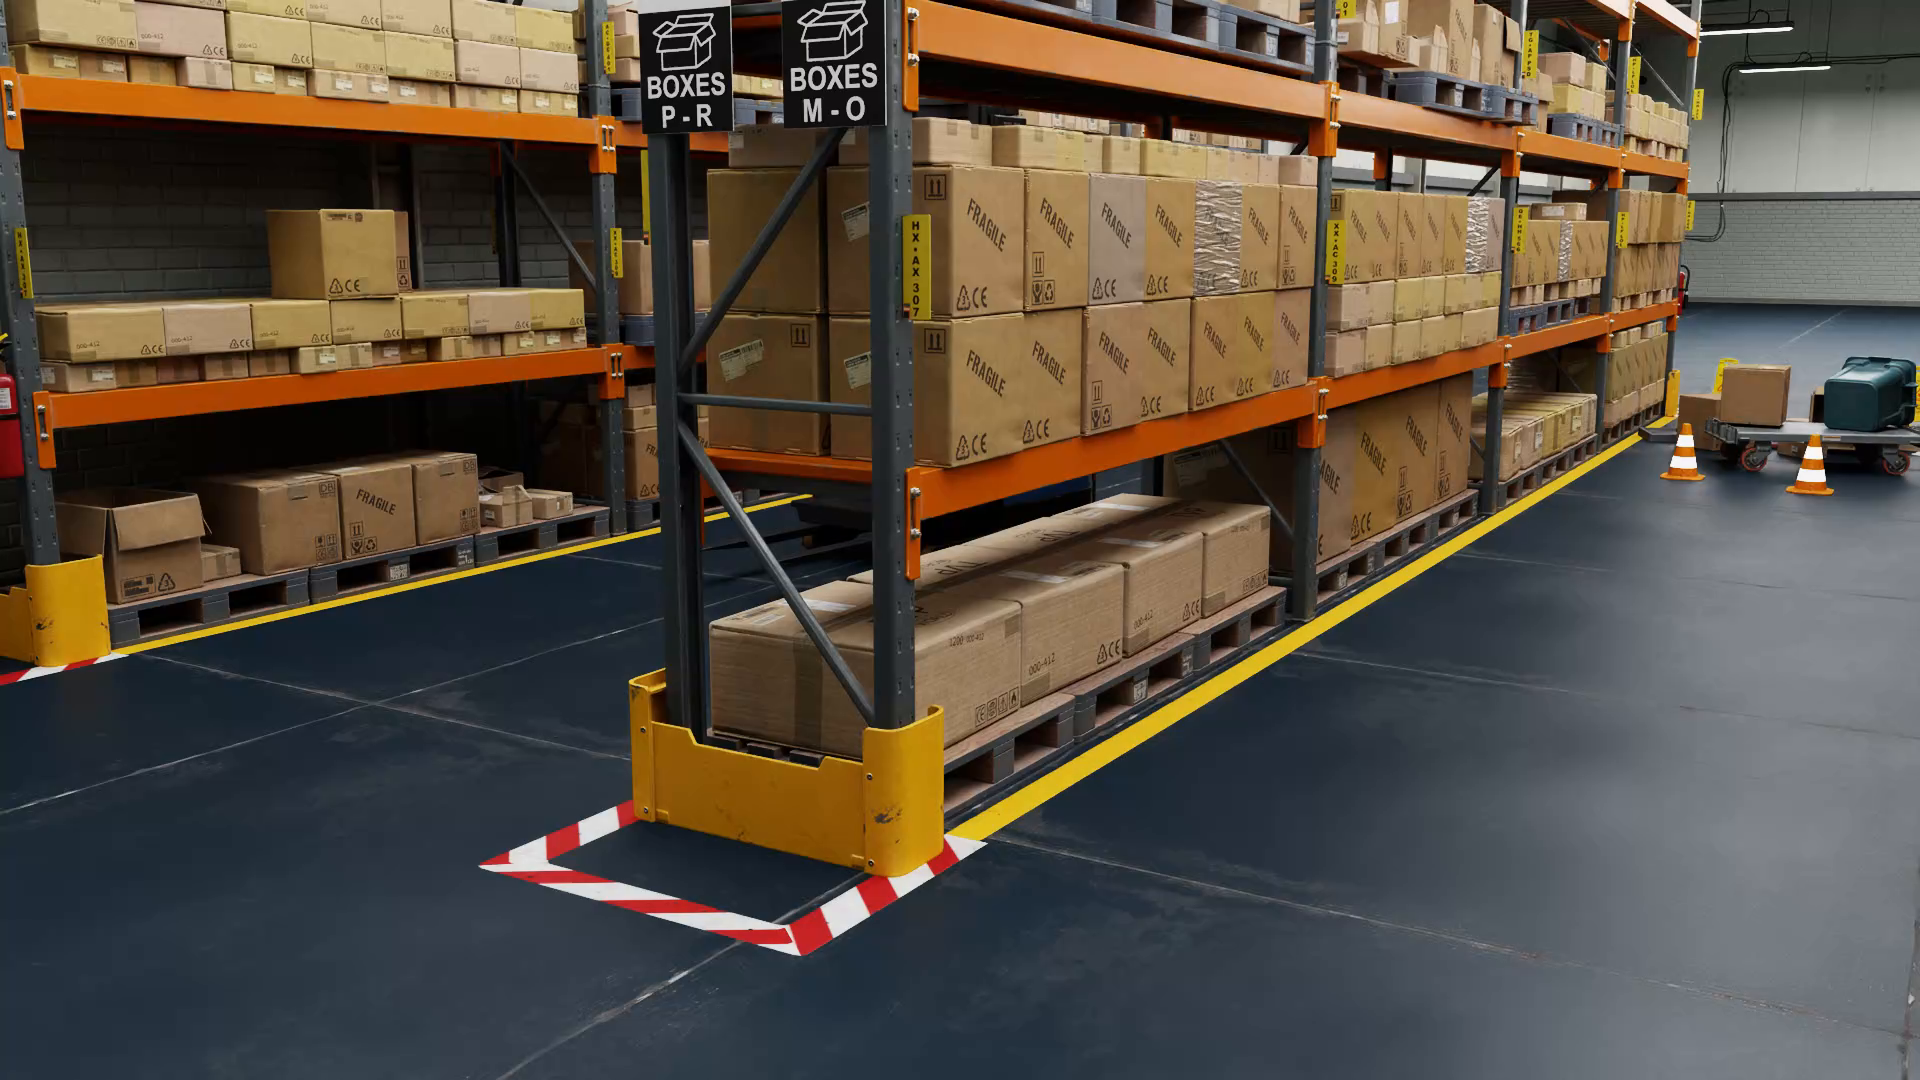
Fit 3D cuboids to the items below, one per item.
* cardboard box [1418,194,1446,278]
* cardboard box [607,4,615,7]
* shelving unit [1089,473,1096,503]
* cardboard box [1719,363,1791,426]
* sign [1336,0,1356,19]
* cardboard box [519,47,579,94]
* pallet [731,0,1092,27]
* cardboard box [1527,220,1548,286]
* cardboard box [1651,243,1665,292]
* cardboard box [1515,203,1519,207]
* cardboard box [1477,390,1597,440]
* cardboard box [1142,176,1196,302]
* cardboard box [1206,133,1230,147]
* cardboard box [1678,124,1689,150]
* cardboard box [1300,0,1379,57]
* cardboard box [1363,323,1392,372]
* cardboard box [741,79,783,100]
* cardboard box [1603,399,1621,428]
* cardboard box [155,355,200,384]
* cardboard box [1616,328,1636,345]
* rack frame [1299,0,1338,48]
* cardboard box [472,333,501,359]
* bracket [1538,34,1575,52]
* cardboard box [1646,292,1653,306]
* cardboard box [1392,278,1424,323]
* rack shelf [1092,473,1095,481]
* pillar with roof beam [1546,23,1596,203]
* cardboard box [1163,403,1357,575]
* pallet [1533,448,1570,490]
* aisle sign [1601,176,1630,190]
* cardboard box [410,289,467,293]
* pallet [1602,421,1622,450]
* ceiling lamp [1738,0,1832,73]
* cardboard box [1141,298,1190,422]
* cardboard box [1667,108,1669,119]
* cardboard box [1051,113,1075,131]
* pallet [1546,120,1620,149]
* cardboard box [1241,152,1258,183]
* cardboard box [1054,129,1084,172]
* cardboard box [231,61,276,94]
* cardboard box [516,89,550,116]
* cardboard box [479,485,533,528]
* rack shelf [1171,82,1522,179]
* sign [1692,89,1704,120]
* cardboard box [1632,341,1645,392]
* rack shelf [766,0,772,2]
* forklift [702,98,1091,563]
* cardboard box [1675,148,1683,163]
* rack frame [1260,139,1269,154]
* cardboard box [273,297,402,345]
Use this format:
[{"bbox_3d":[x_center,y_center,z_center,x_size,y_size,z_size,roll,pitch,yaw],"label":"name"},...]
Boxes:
[{"bbox_3d":[2.709,-1.904,10.396,0.500,0.500,0.500,6,12,30],"label":"cardboard box"},{"bbox_3d":[-2.566,-3.607,11.670,0.396,0.266,0.258,6,12,31],"label":"cardboard box"},{"bbox_3d":[0.756,-0.752,12.123,0.258,1.200,0.503,8,13,37],"label":"shelving unit"},{"bbox_3d":[7.160,-1.314,14.973,0.500,0.500,0.500,6,12,31],"label":"cardboard box"},{"bbox_3d":[1.945,-2.793,8.362,0.100,0.325,0.005,6,12,31],"label":"sign"},{"bbox_3d":[-2.811,-2.999,10.682,0.500,0.250,0.500,6,12,31],"label":"cardboard box"},{"bbox_3d":[-0.231,-1.997,5.976,1.003,0.211,1.213,6,12,31],"label":"pallet"},{"bbox_3d":[4.242,-2.240,12.962,0.500,0.500,0.500,7,13,34],"label":"cardboard box"},{"bbox_3d":[7.127,-2.892,17.586,0.500,0.500,0.500,6,12,30],"label":"cardboard box"},{"bbox_3d":[4.600,-2.836,14.381,0.380,0.149,0.250,7,13,34],"label":"cardboard box"},{"bbox_3d":[5.353,-1.168,15.457,0.950,0.372,0.625,7,12,31],"label":"cardboard box"},{"bbox_3d":[0.666,-1.280,7.065,0.500,0.500,0.500,6,12,31],"label":"cardboard box"},{"bbox_3d":[2.817,-4.974,19.947,0.700,0.500,0.500,6,12,31],"label":"cardboard box"},{"bbox_3d":[7.664,-4.406,18.199,0.500,0.250,0.500,6,12,30],"label":"cardboard box"},{"bbox_3d":[2.028,-2.738,8.915,0.396,0.266,0.258,6,12,30],"label":"cardboard box"},{"bbox_3d":[2.191,-1.130,9.659,0.500,0.250,0.500,6,12,29],"label":"cardboard box"},{"bbox_3d":[-1.504,-3.411,12.557,0.380,0.149,0.250,7,13,32],"label":"cardboard box"},{"bbox_3d":[6.160,-1.258,16.268,0.500,0.250,0.500,6,12,28],"label":"cardboard box"},{"bbox_3d":[-4.247,-0.914,8.780,0.380,0.149,0.250,6,12,30],"label":"cardboard box"},{"bbox_3d":[6.541,-2.040,16.646,0.380,0.149,0.250,7,13,33],"label":"cardboard box"},{"bbox_3d":[1.469,-4.027,8.423,1.000,3.000,0.127,6,12,31],"label":"rack frame"},{"bbox_3d":[-3.115,-1.229,10.465,0.380,0.149,0.250,7,13,32],"label":"cardboard box"},{"bbox_3d":[13.534,-11.404,38.045,0.076,0.066,4.783,6,12,31],"label":"bracket"},{"bbox_3d":[7.084,-2.555,17.546,0.380,0.149,0.250,6,12,30],"label":"cardboard box"},{"bbox_3d":[2.470,-1.454,10.031,0.500,0.250,0.500,7,12,31],"label":"cardboard box"},{"bbox_3d":[0.756,-0.490,12.172,0.258,0.148,0.480,8,13,37],"label":"rack shelf"},{"bbox_3d":[18.463,-9.727,38.874,9.100,9.000,0.548,6,12,31],"label":"pillar with roof beam"},{"bbox_3d":[1.723,-0.345,9.694,0.875,0.875,0.875,7,13,32],"label":"cardboard box"},{"bbox_3d":[4.587,-0.650,14.269,1.003,0.211,1.213,6,12,31],"label":"pallet"},{"bbox_3d":[7.467,-4.282,19.027,0.394,0.787,0.004,6,12,31],"label":"aisle sign"},{"bbox_3d":[-3.517,-1.492,10.788,0.500,0.250,0.500,6,12,30],"label":"cardboard box"},{"bbox_3d":[5.941,-1.075,16.535,1.003,0.211,1.213,6,12,31],"label":"pallet"},{"bbox_3d":[19.952,-12.890,39.904,2.000,3.185,0.800,6,12,31],"label":"ceiling lamp"},{"bbox_3d":[0.651,-0.787,7.149,0.500,0.500,0.500,7,13,33],"label":"cardboard box"},{"bbox_3d":[7.317,-4.513,17.687,0.380,0.149,0.250,6,12,31],"label":"cardboard box"},{"bbox_3d":[0.813,-4.238,16.533,0.500,0.311,0.500,6,12,29],"label":"cardboard box"},{"bbox_3d":[5.211,-3.631,14.973,1.213,0.211,1.003,6,12,31],"label":"pallet"},{"bbox_3d":[1.214,-1.789,8.023,0.380,0.149,0.250,6,12,31],"label":"cardboard box"},{"bbox_3d":[0.243,-1.459,6.258,0.380,0.149,0.250,6,12,29],"label":"cardboard box"},{"bbox_3d":[-3.879,-2.455,8.862,0.380,0.149,0.250,6,12,31],"label":"cardboard box"},{"bbox_3d":[-2.839,-2.780,10.595,0.380,0.149,0.250,6,12,31],"label":"cardboard box"},{"bbox_3d":[-2.998,-0.242,10.800,0.396,0.266,0.258,7,13,33],"label":"cardboard box"},{"bbox_3d":[2.508,-2.513,10.446,1.077,0.370,4.000,6,12,31],"label":"rack shelf"},{"bbox_3d":[8.163,-4.819,18.399,0.100,0.325,0.005,6,12,31],"label":"sign"},{"bbox_3d":[6.698,-1.793,17.089,0.500,0.500,0.500,7,13,34],"label":"cardboard box"},{"bbox_3d":[-1.737,-4.265,12.736,1.077,0.370,4.000,6,12,31],"label":"rack shelf"},{"bbox_3d":[-0.386,-1.350,10.616,1.130,2.935,3.031,8,13,37],"label":"forklift"},{"bbox_3d":[7.652,-4.191,18.135,0.380,0.149,0.250,6,12,31],"label":"cardboard box"},{"bbox_3d":[3.455,-6.388,21.034,1.000,3.000,0.127,6,12,31],"label":"rack frame"},{"bbox_3d":[-3.617,-1.282,9.667,0.500,0.250,0.500,6,12,29],"label":"cardboard box"}]
